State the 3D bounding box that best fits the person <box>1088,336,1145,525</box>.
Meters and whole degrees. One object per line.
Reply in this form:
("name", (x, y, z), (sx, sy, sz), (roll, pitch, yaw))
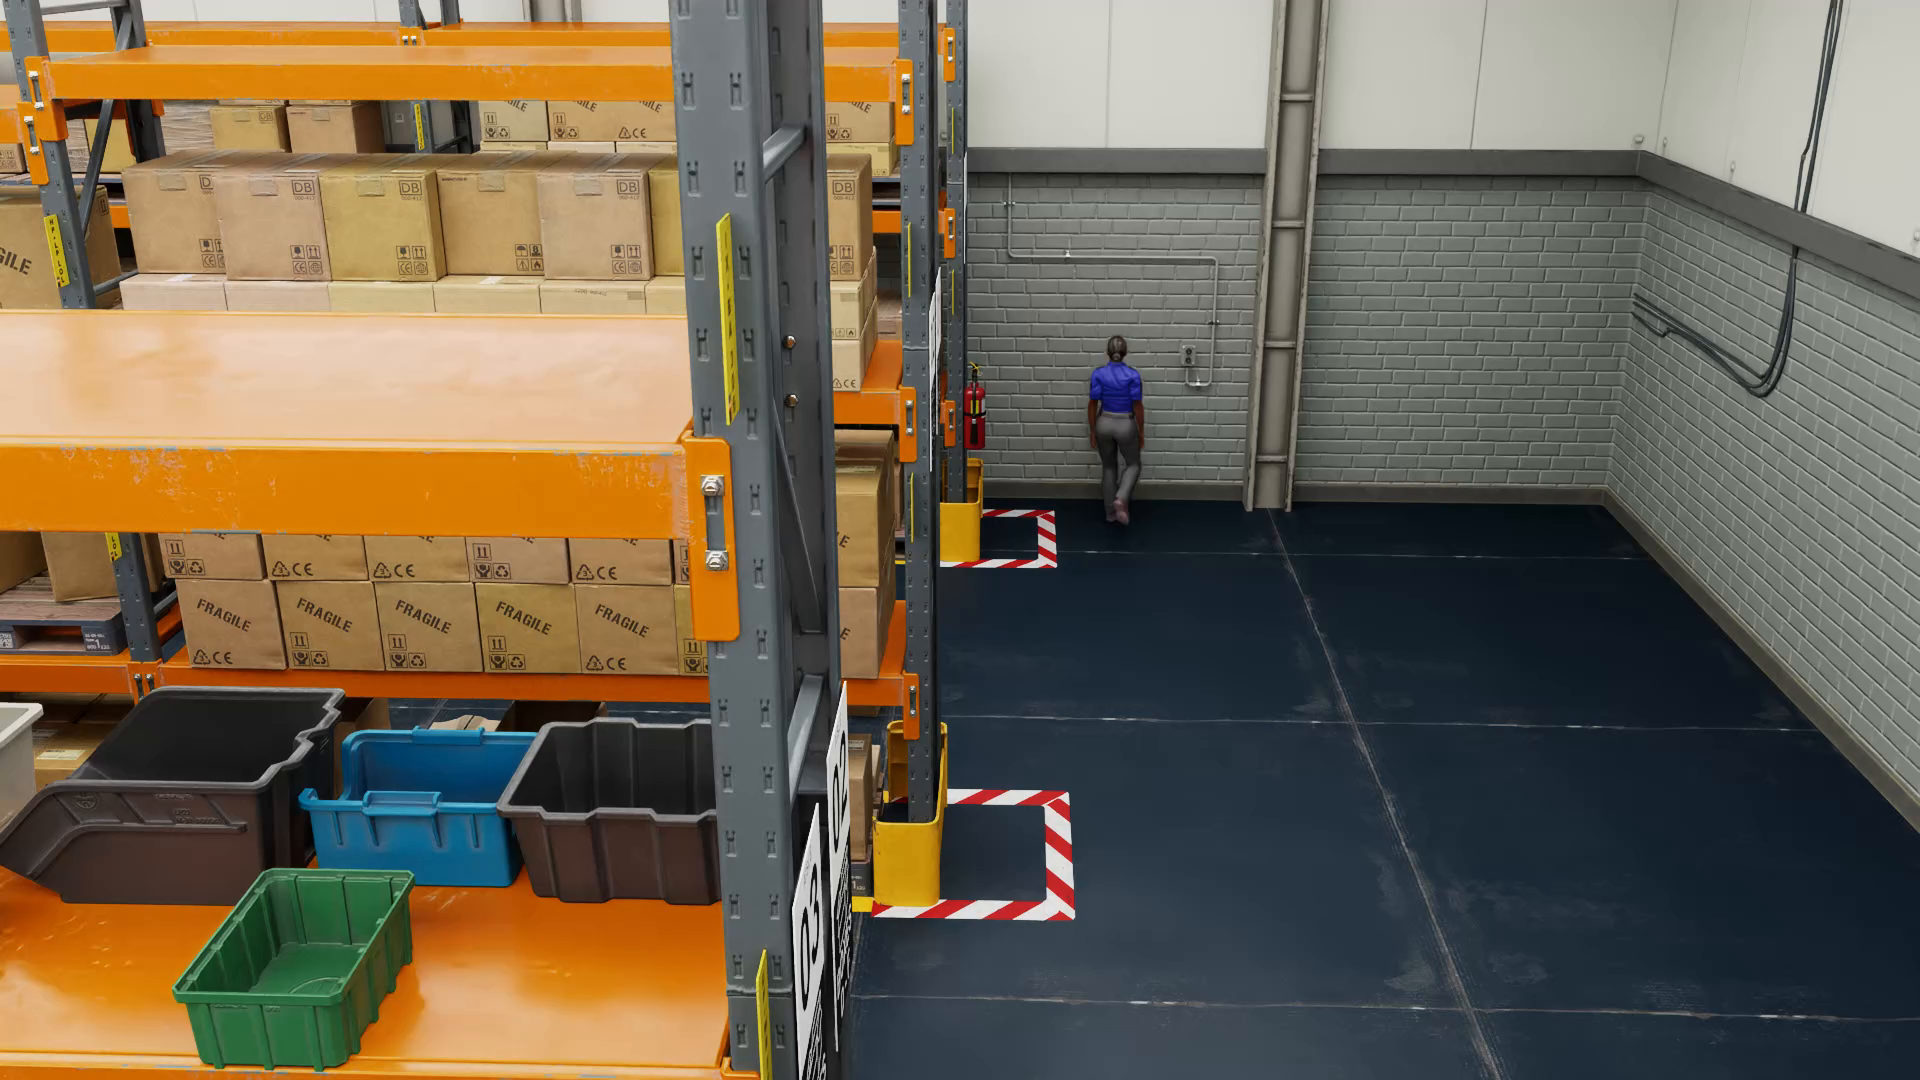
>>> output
("person", (1.310, -0.913, 13.932), (0.480, 1.644, 0.561), (5, 22, 14))
